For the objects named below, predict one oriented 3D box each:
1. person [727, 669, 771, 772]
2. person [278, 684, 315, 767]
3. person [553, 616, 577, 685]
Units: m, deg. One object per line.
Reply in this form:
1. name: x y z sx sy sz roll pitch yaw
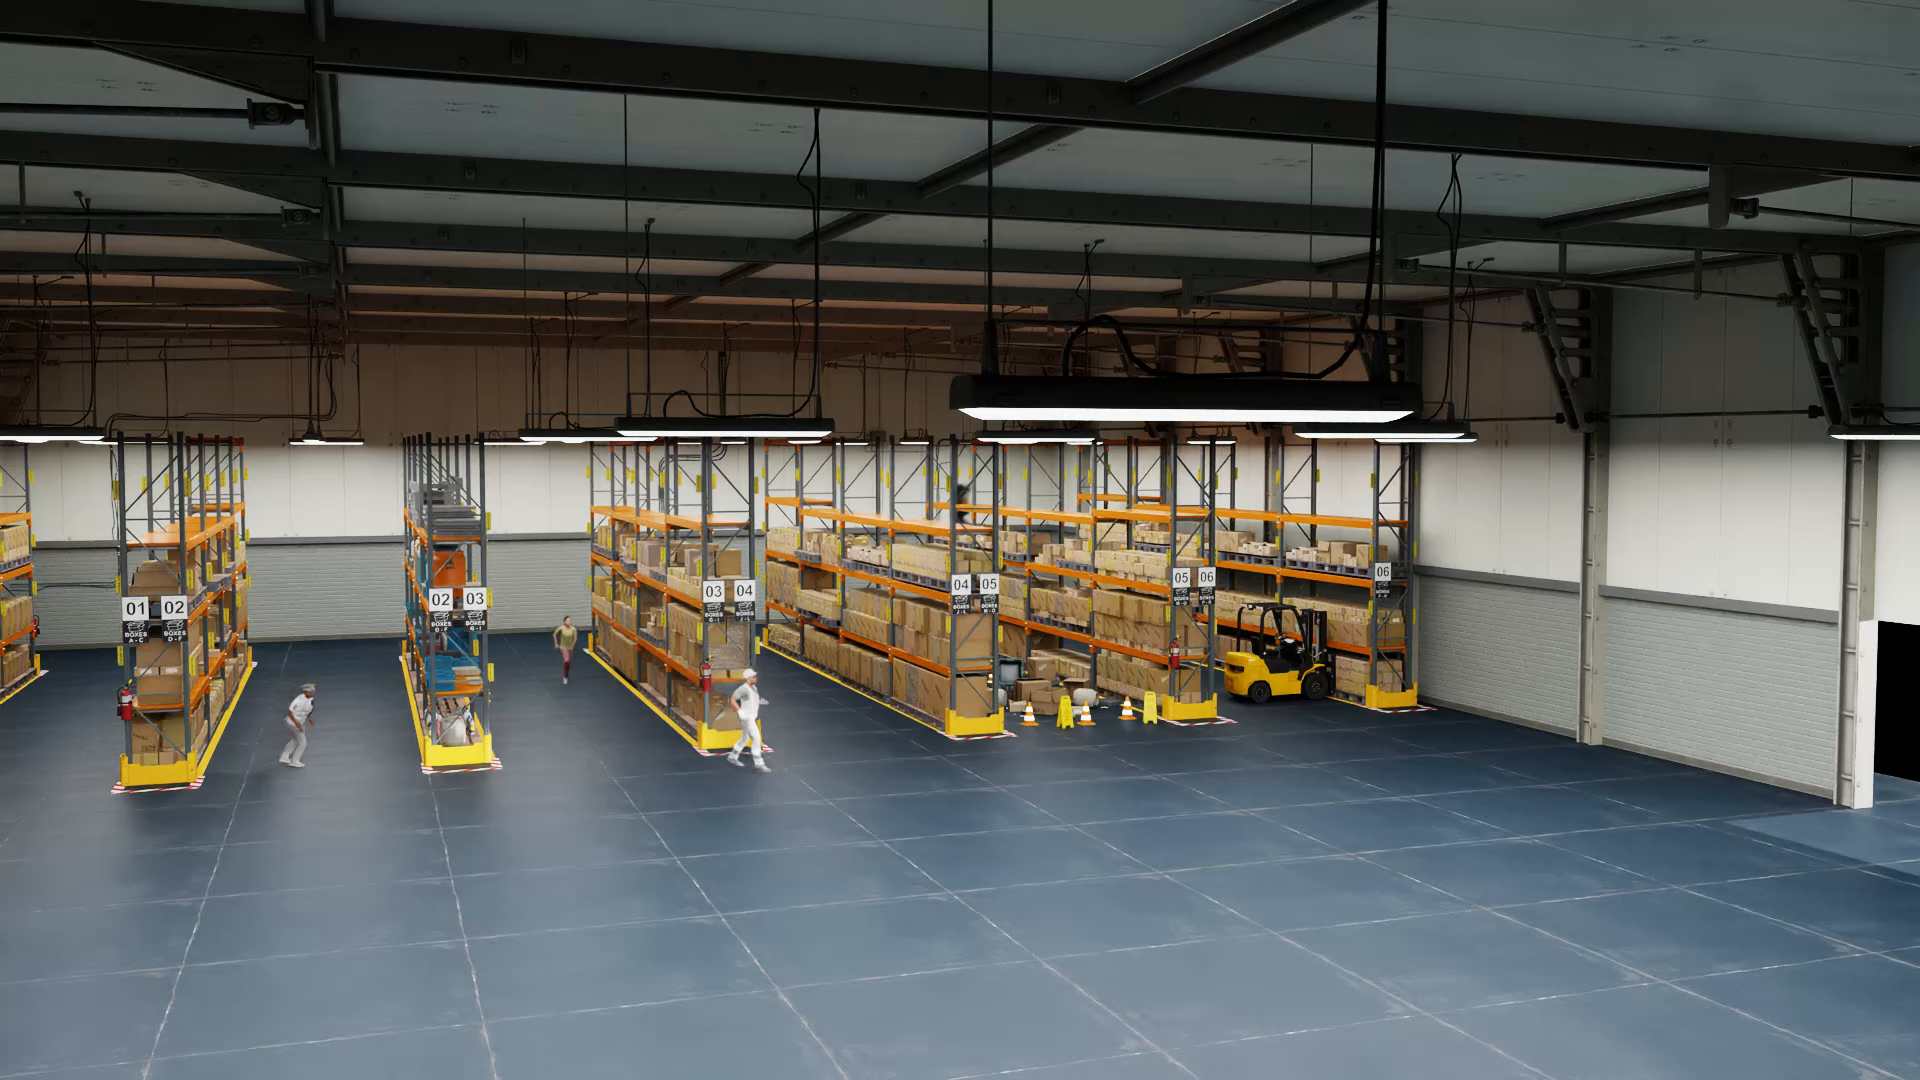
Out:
1. person: -3.756 3.186 29.420 0.835 1.824 0.692 1 3 11
2. person: -11.929 3.317 29.896 0.817 1.523 0.633 0 3 0
3. person: -9.573 2.668 40.405 0.527 1.671 0.792 -2 4 -34
